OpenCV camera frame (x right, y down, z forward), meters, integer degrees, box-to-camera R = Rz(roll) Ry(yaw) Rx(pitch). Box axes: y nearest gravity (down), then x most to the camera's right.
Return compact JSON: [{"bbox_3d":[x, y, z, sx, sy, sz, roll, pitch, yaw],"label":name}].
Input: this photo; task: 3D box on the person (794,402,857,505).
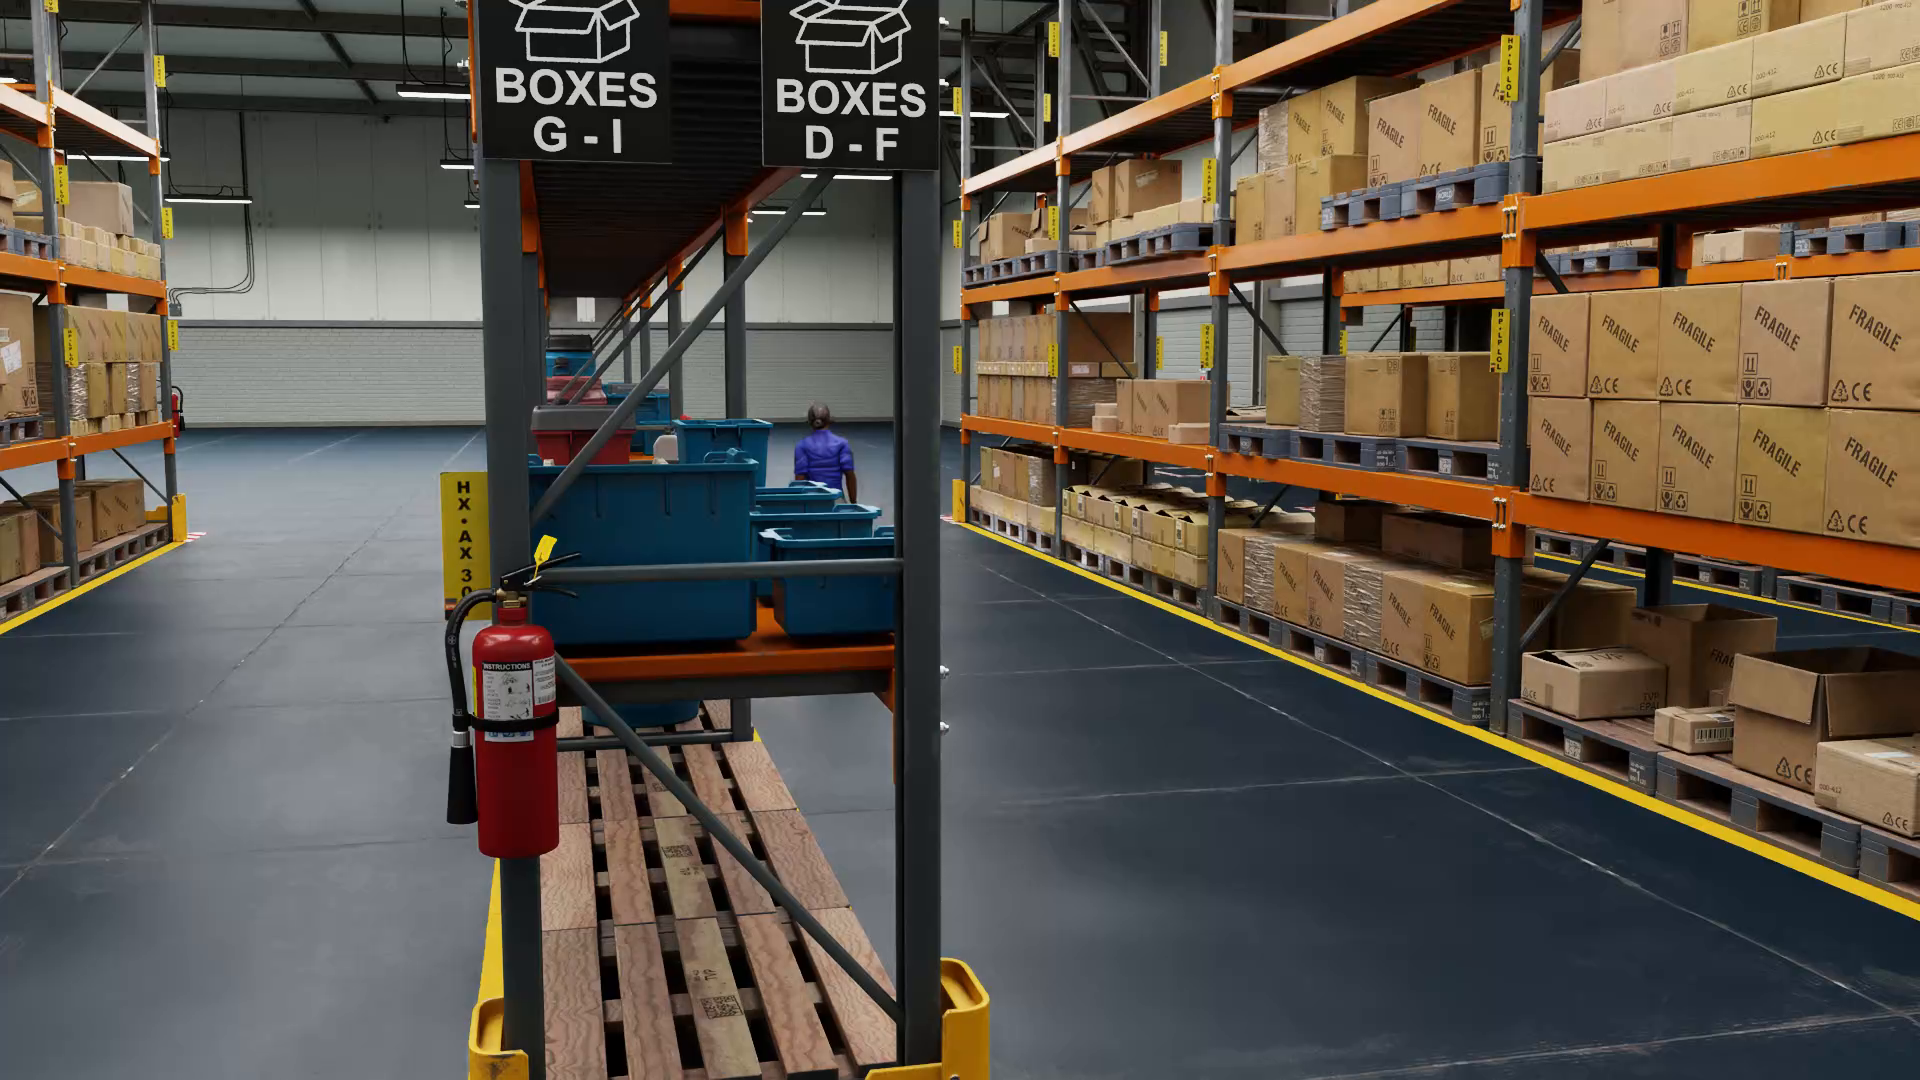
[{"bbox_3d":[-1.005,-0.151,12.411,0.480,1.548,0.488,-1,6,-6],"label":"person"}]
